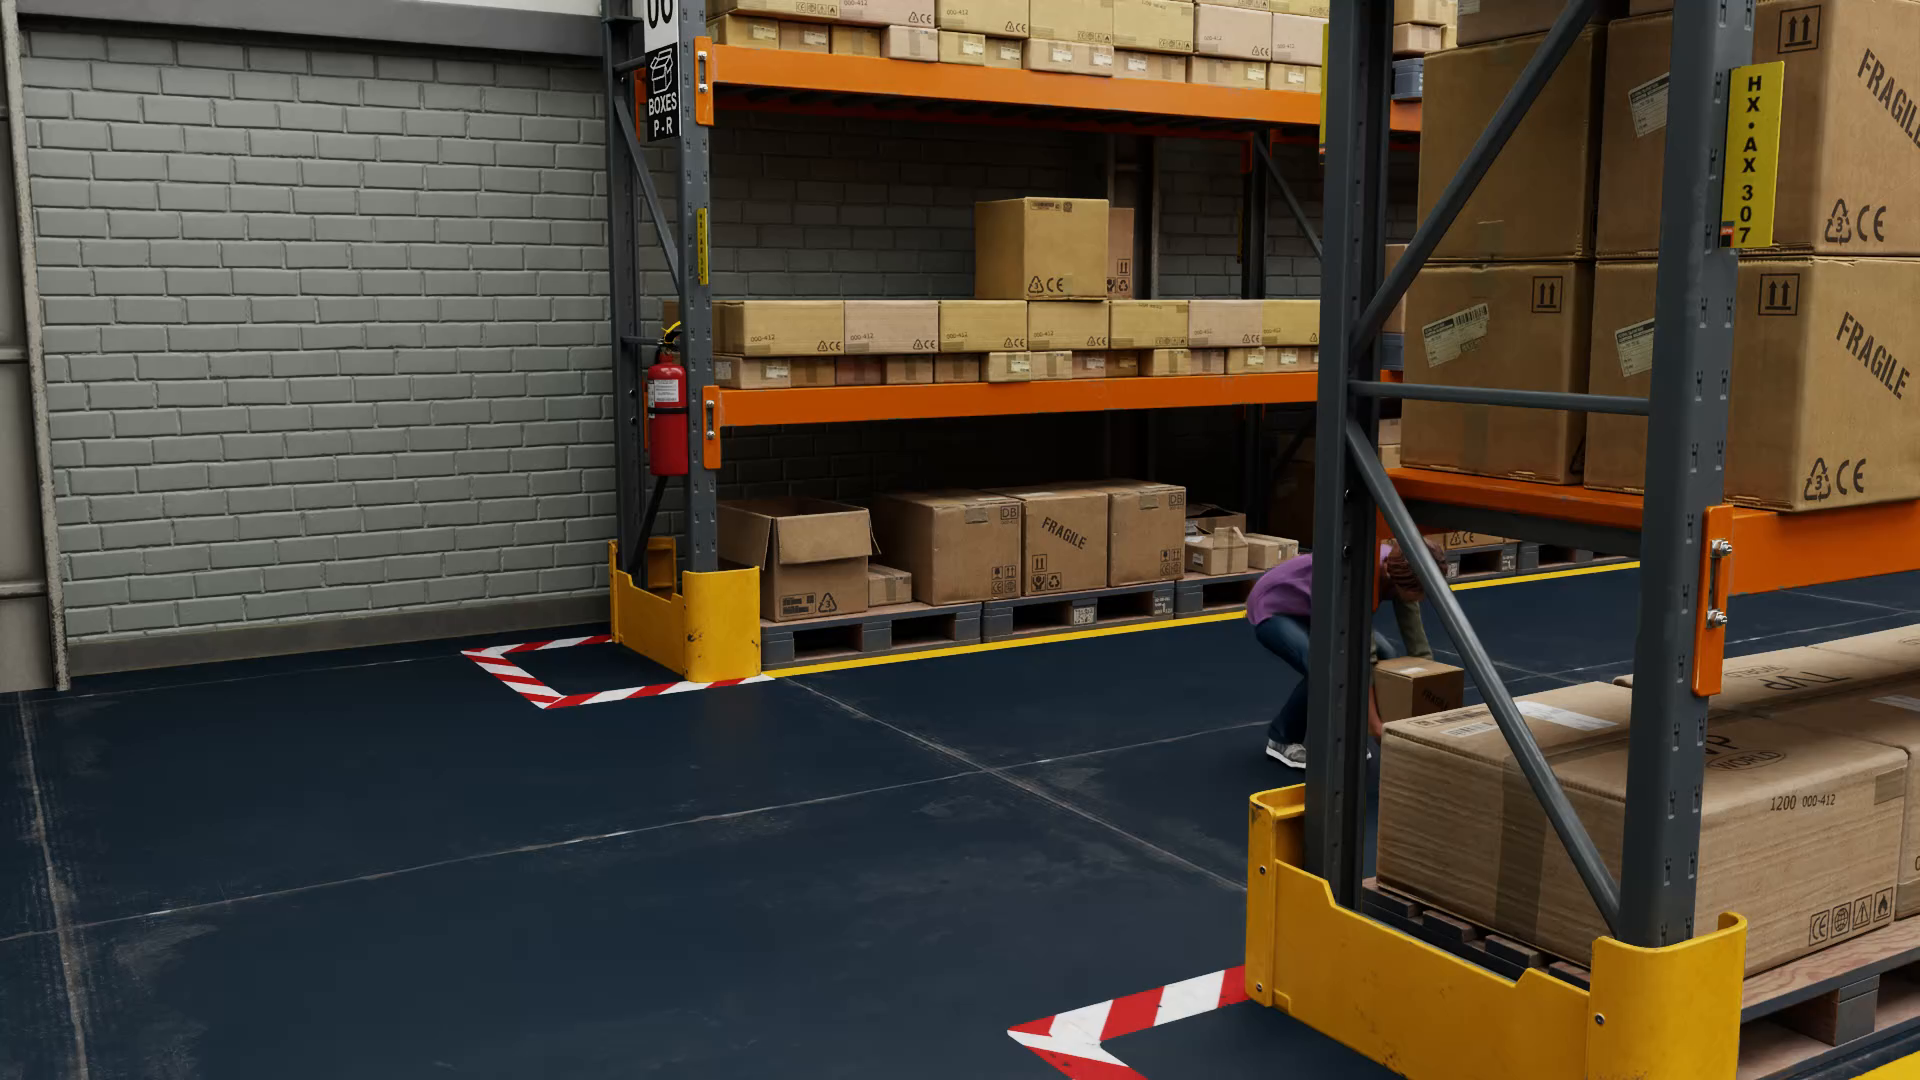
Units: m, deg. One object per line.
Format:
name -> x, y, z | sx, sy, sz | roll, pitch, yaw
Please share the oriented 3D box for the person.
person -> 1.406, 0.401, 6.064 | 0.428, 0.896, 0.834 | -5, 10, -33
